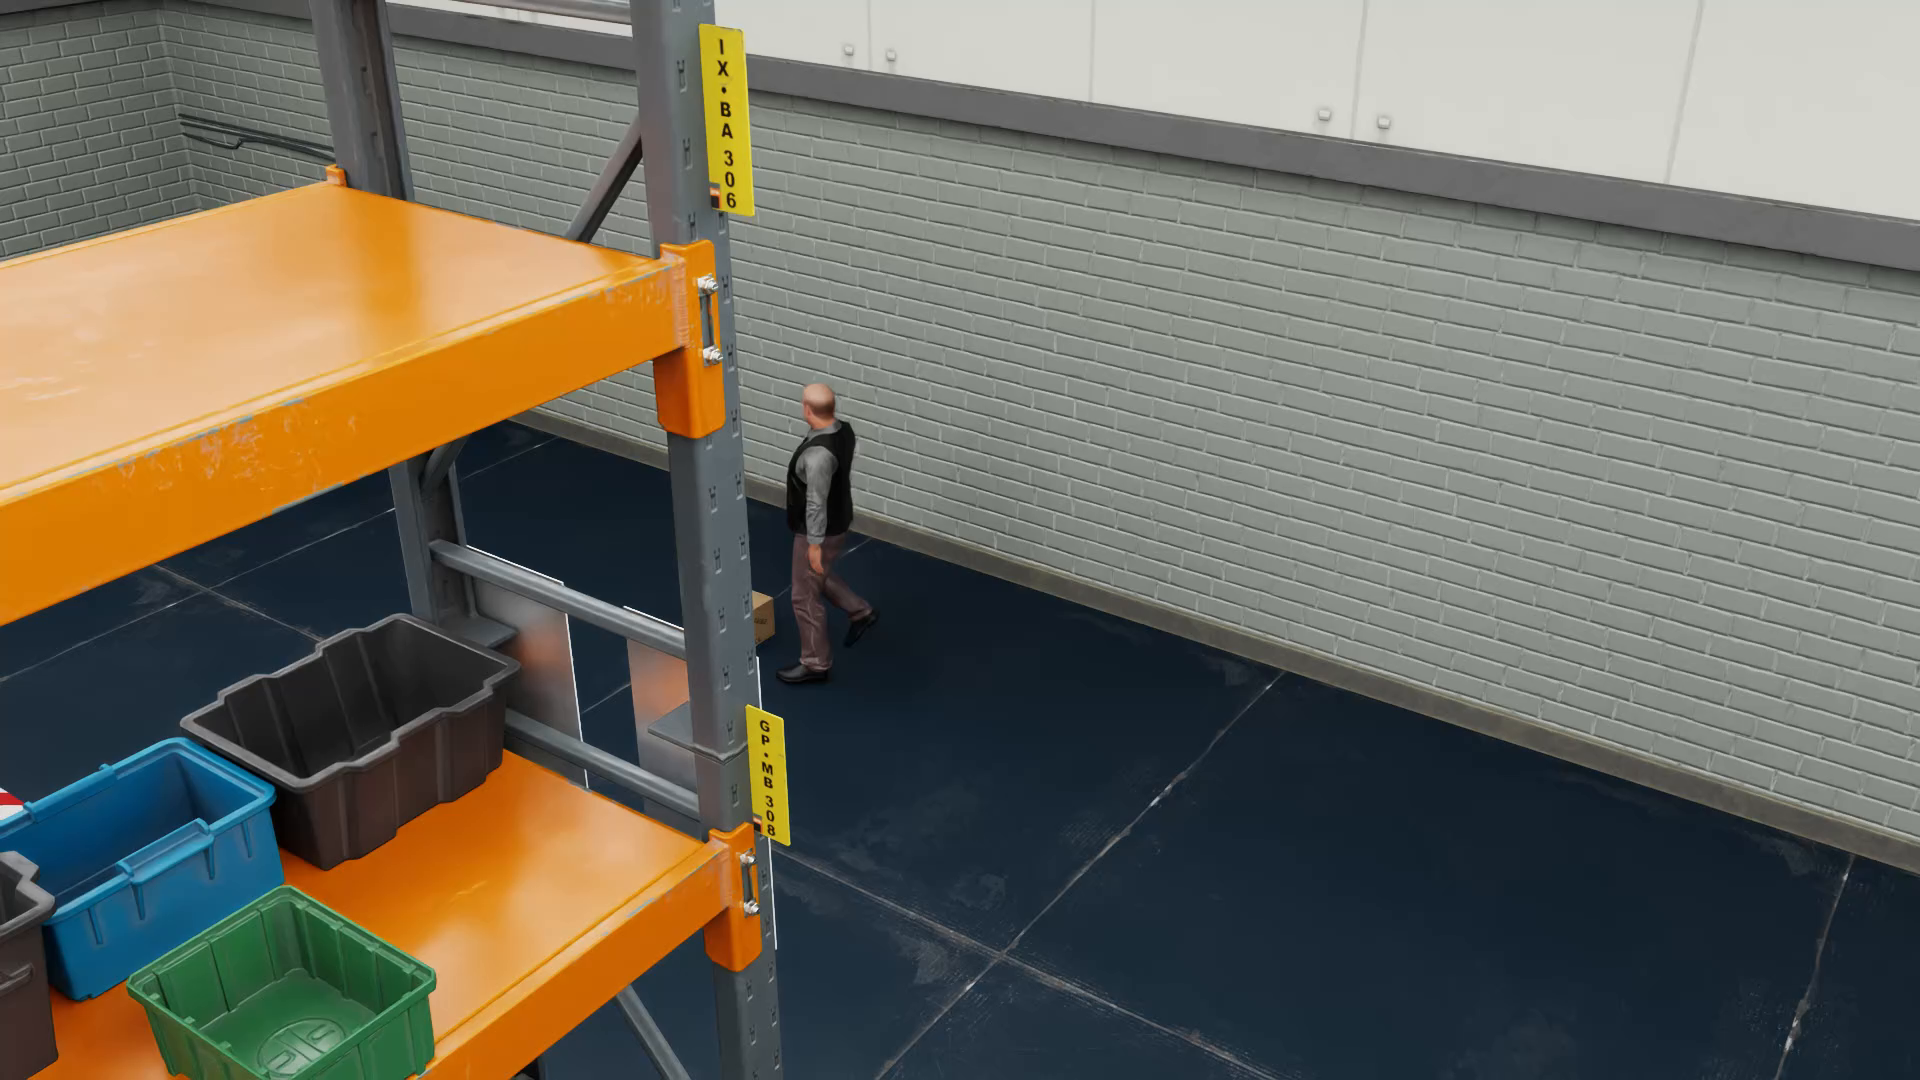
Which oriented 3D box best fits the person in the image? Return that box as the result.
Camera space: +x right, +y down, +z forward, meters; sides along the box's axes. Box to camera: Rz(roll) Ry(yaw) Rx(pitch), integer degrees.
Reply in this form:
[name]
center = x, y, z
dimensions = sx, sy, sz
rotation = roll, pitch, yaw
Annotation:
[person]
center = -0.753, -0.053, 9.285
dimensions = 0.547, 1.707, 0.569
rotation = 3, 27, 7
